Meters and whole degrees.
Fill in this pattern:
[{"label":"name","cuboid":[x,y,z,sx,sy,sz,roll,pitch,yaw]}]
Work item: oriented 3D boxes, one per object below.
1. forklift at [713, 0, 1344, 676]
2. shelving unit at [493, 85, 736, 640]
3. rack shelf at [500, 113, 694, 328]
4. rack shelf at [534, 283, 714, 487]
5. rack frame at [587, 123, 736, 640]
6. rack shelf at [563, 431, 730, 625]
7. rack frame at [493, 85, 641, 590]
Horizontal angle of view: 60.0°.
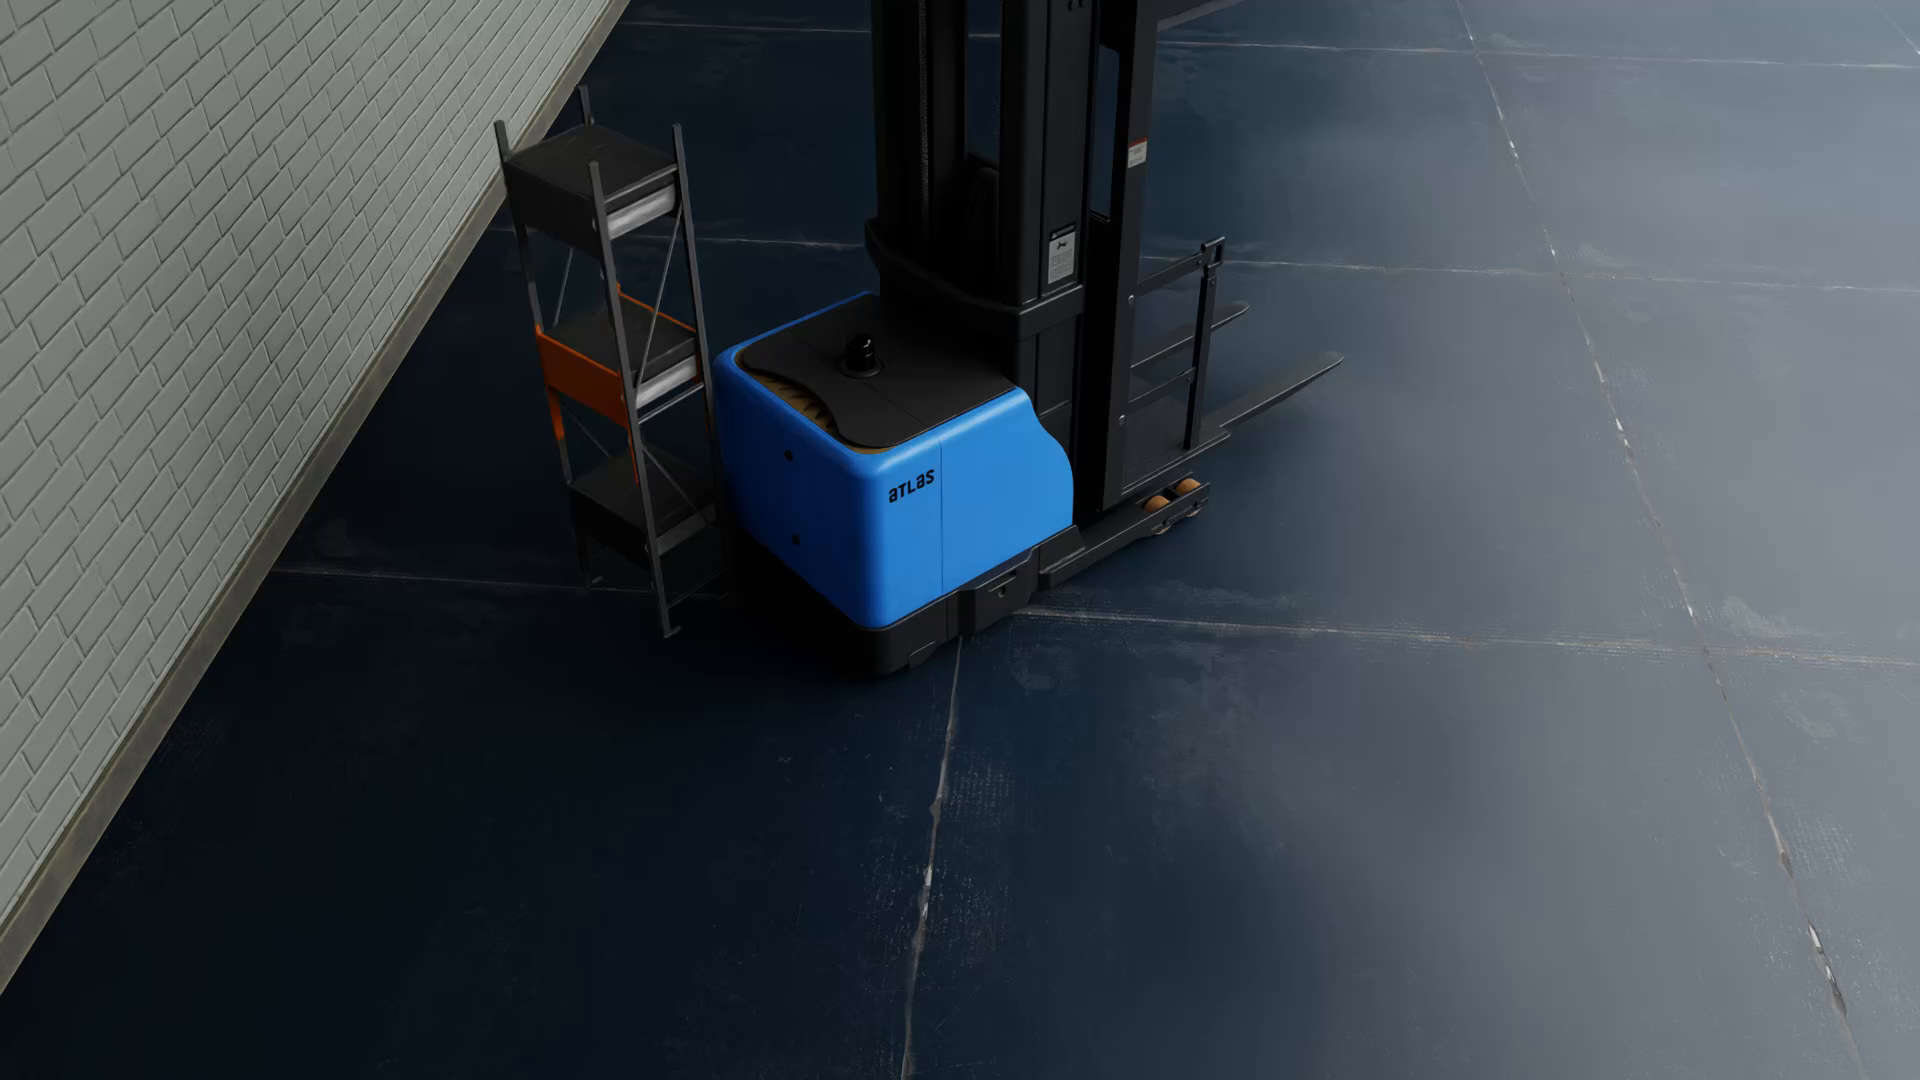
[{"label":"forklift","cuboid":[0.476,-1.391,6.637,3.031,2.935,1.130,-28,47,-30]},{"label":"shelving unit","cuboid":[-1.266,-0.607,6.329,0.503,2.100,0.431,28,47,30]},{"label":"rack shelf","cuboid":[-1.270,-1.139,5.895,0.480,0.518,0.431,28,47,30]},{"label":"rack shelf","cuboid":[-1.266,-0.596,6.338,0.480,0.518,0.431,28,47,30]},{"label":"rack frame","cuboid":[-1.079,-0.508,6.207,0.015,2.100,0.400,28,47,30]},{"label":"rack shelf","cuboid":[-1.262,-0.054,6.780,0.480,0.518,0.431,28,47,30]},{"label":"rack frame","cuboid":[-1.453,-0.705,6.451,0.015,2.100,0.400,28,47,30]}]
